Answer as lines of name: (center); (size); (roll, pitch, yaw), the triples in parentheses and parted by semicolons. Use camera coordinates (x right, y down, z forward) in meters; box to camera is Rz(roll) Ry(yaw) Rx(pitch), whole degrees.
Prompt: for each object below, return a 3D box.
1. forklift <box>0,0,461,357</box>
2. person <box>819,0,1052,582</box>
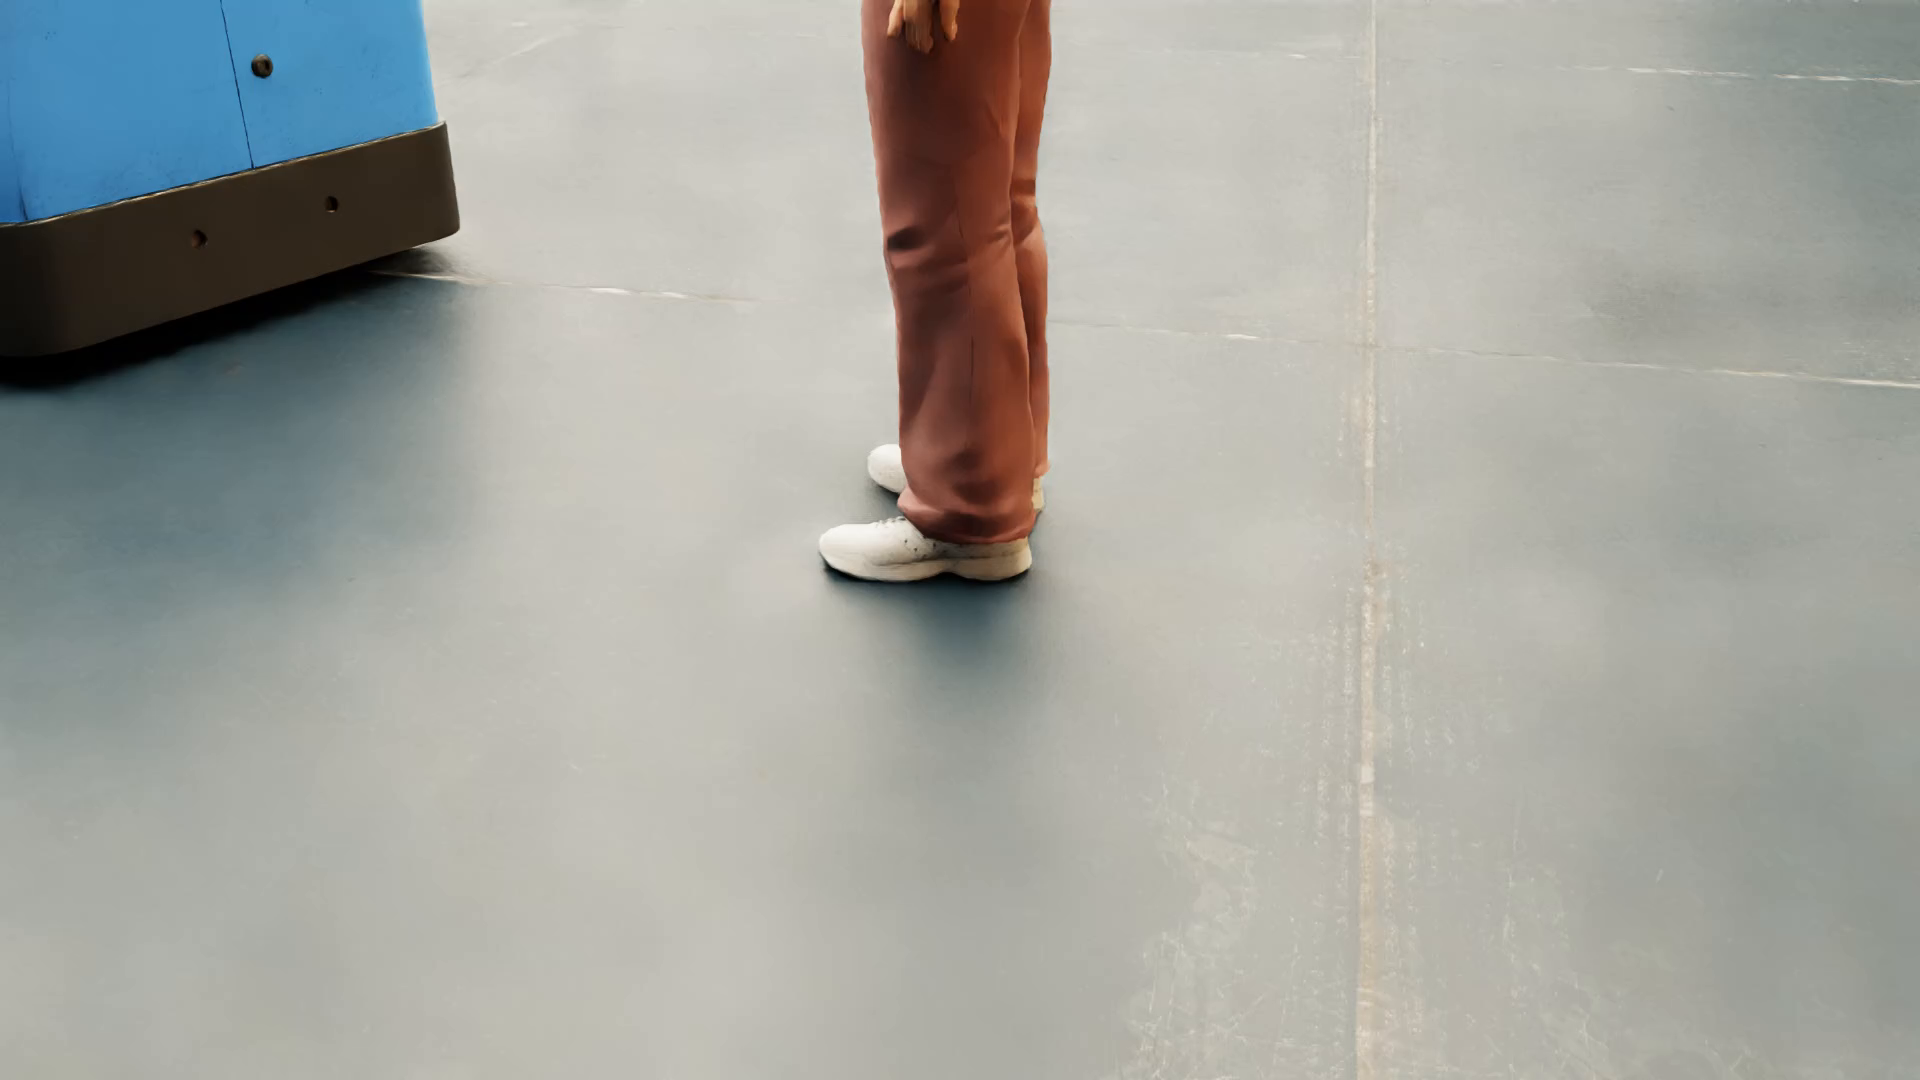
forklift: (-2.625, -2.131, 3.470); (3.031, 2.935, 1.130); (17, 31, 30)
person: (-0.009, -0.746, 2.123); (0.365, 1.673, 0.429); (6, 27, 11)
